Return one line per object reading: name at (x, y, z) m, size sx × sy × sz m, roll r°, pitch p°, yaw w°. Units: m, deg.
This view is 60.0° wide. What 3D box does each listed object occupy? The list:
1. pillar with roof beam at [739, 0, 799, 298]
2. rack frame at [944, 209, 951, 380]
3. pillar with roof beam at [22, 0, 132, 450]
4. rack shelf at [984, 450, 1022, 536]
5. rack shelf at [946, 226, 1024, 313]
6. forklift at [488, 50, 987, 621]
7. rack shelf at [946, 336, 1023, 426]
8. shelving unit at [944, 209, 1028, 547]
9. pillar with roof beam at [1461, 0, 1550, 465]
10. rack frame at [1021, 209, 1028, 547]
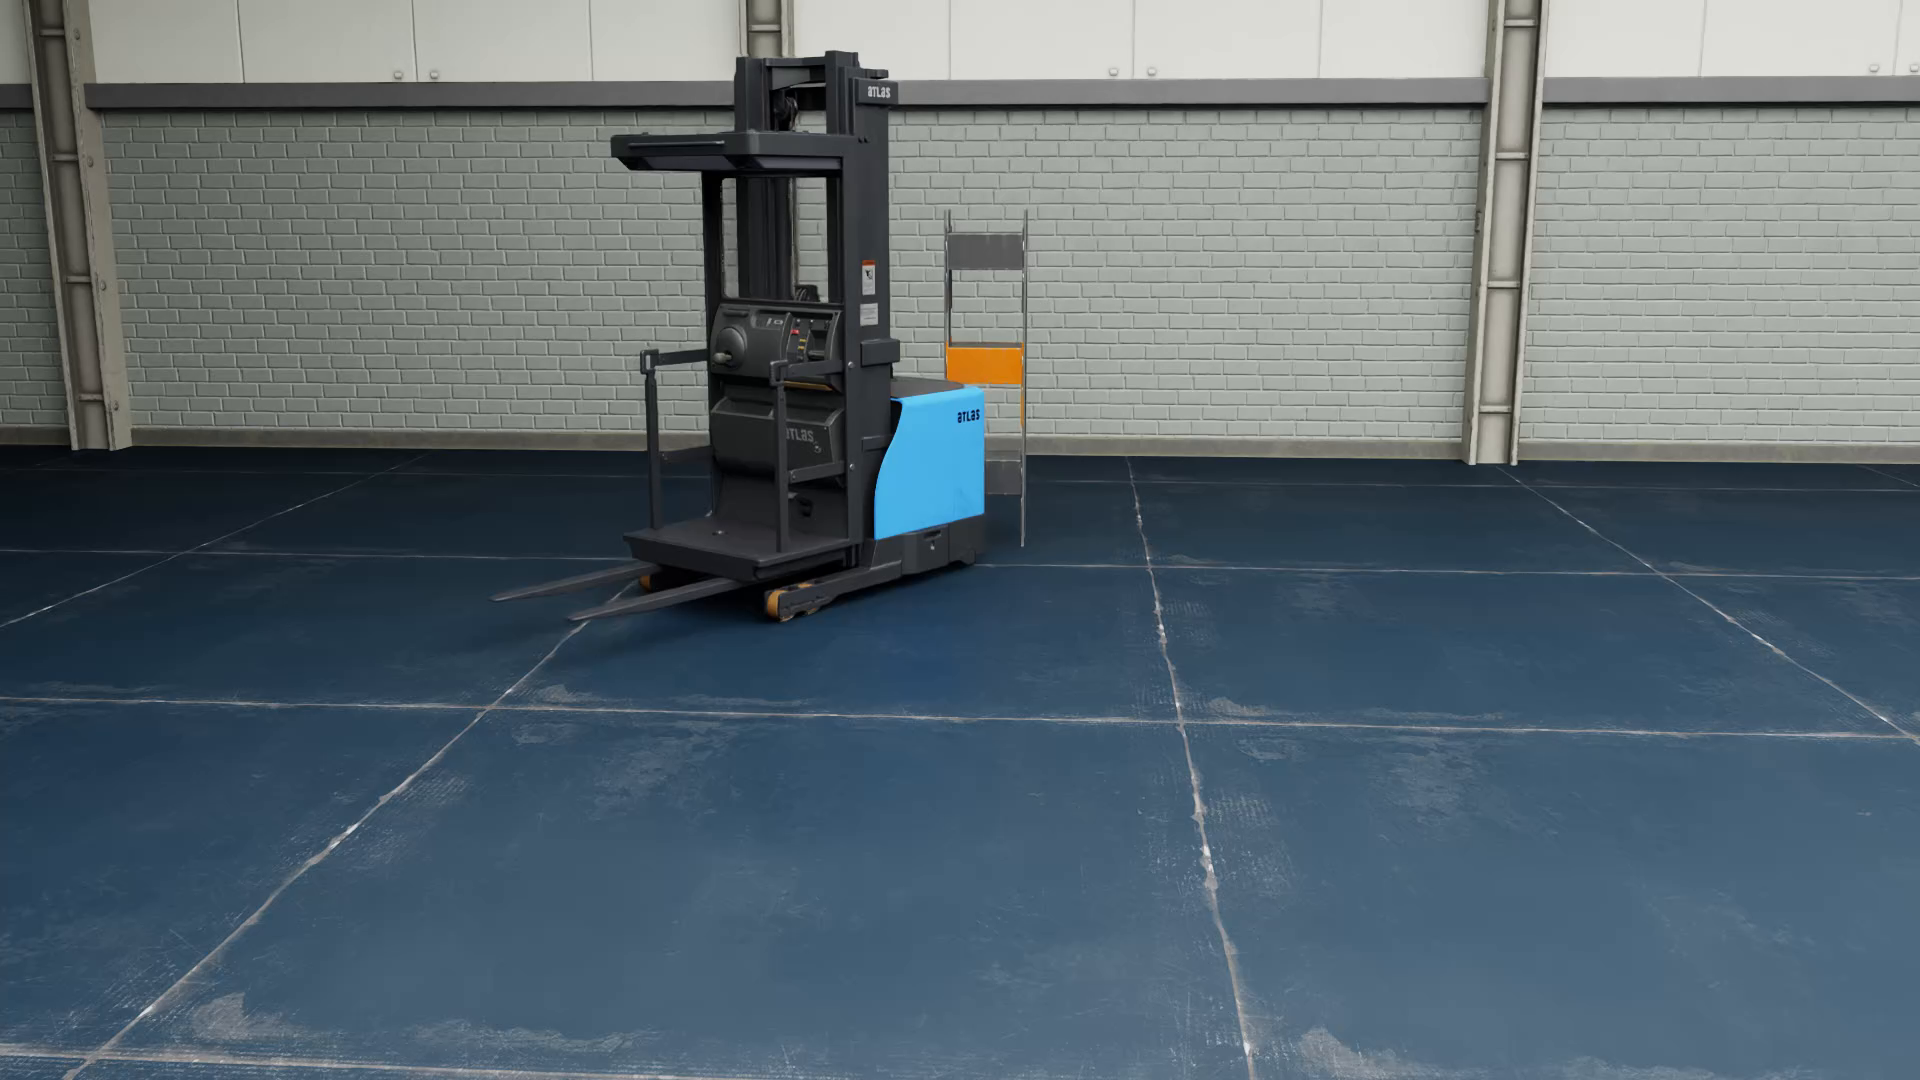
pillar with roof beam at (-1.861, -4.259, 9.150) m, size 0.400 × 9.000 × 9.100 m, roll 1°, pitch 12°, yaw 4°
rack frame at (-0.078, -1.029, 10.558) m, size 0.015 × 2.100 × 0.400 m, roll 1°, pitch 12°, yaw 4°
pillar with roof beam at (-7.848, -4.341, 9.542) m, size 0.400 × 9.000 × 9.100 m, roll 1°, pitch 12°, yaw 4°
rack shelf at (0.165, -0.327, 10.688) m, size 0.480 × 0.518 × 0.431 m, roll 1°, pitch 12°, yaw 4°
rack shelf at (0.165, -1.697, 10.402) m, size 0.480 × 0.518 × 0.431 m, roll 1°, pitch 12°, yaw 4°
forklift at (-1.149, -1.123, 8.980) m, size 1.130 × 2.935 × 3.031 m, roll 9°, pitch 15°, yaw 38°
rack shelf at (0.165, -1.012, 10.545) m, size 0.480 × 0.518 × 0.431 m, roll 1°, pitch 12°, yaw 4°
shelving unit at (0.165, -1.025, 10.542) m, size 0.503 × 2.100 × 0.431 m, roll 1°, pitch 12°, yaw 4°
pillar with roof beam at (4.125, -4.177, 8.758) m, size 0.400 × 9.000 × 9.100 m, roll 1°, pitch 12°, yaw 4°
rack frame at (0.409, -1.022, 10.526) m, size 0.015 × 2.100 × 0.400 m, roll 1°, pitch 12°, yaw 4°
